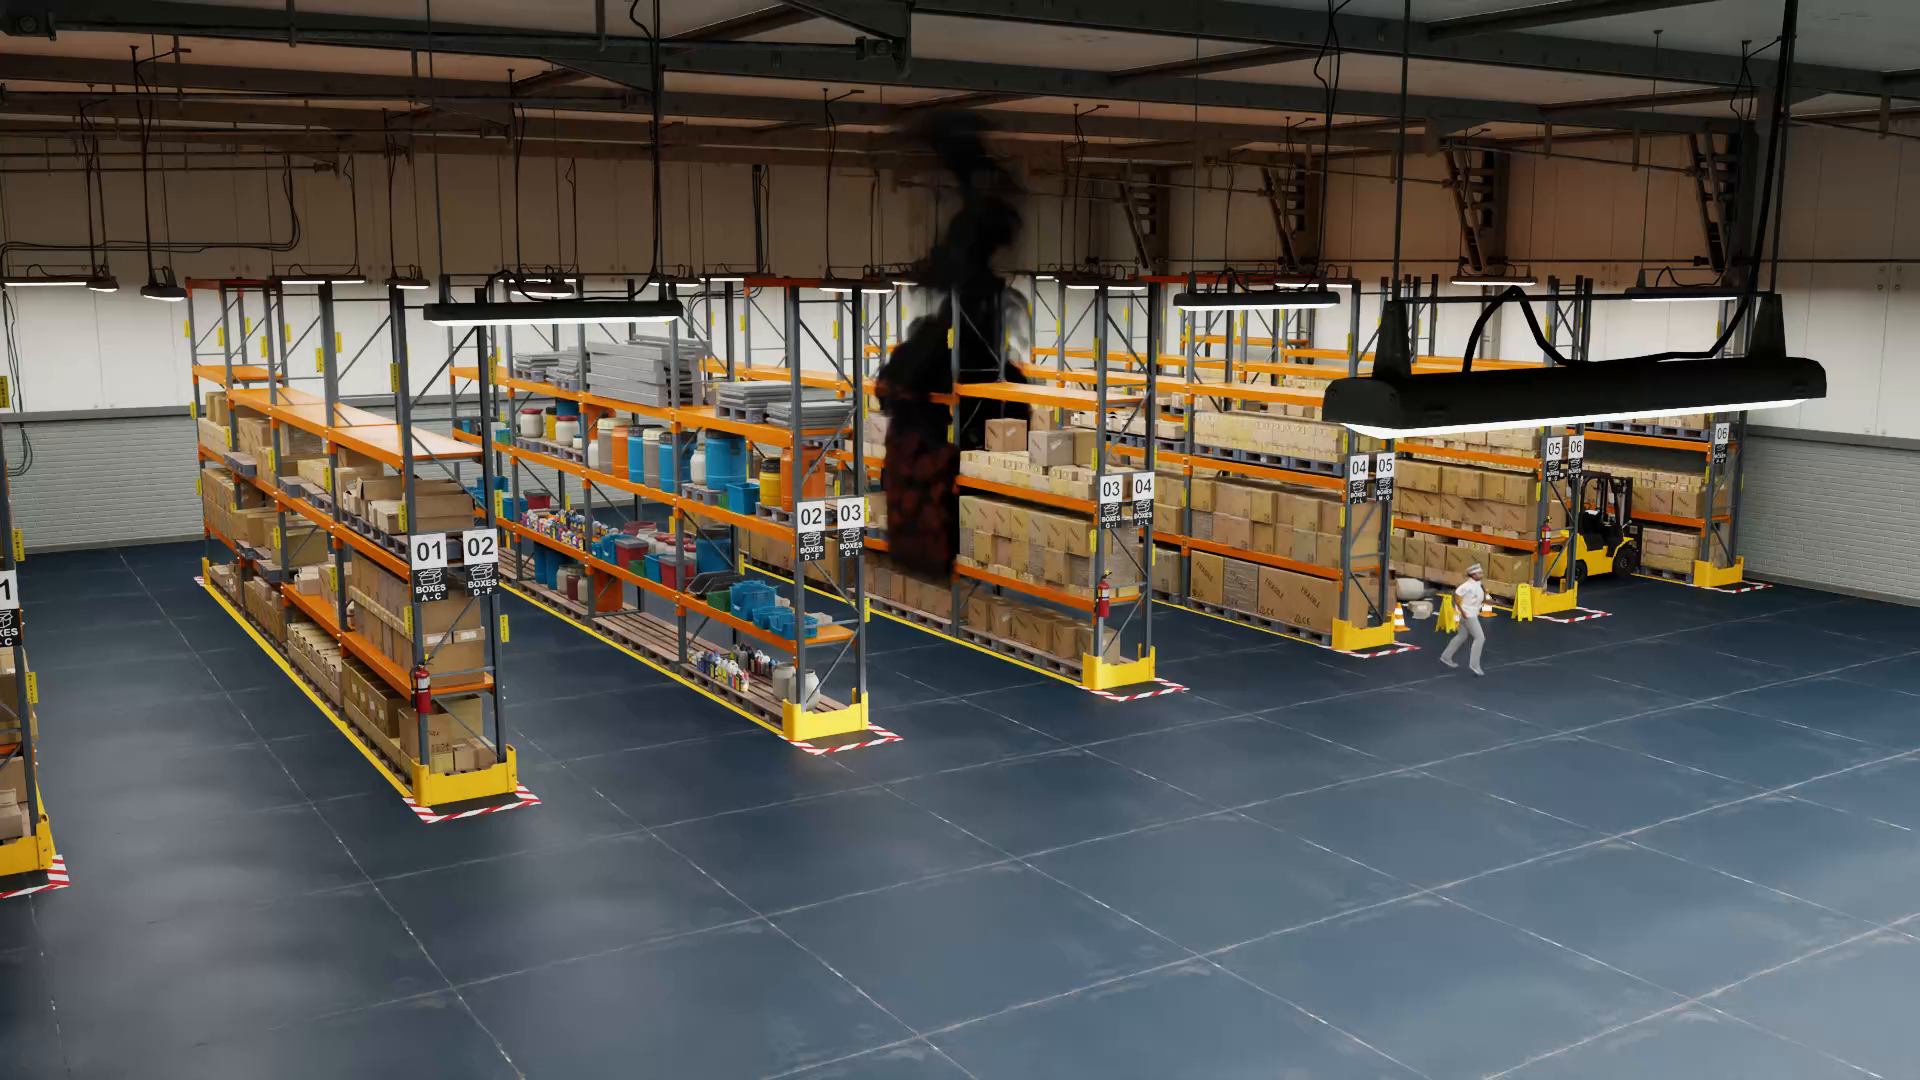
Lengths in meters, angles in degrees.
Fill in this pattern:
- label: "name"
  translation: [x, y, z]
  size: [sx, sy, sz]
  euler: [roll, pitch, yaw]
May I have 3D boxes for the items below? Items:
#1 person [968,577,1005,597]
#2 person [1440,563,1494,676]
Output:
- label: "person"
  translation: [0.521, 0.189, 31.569]
  size: [0.684, 1.819, 0.866]
  euler: [-8, 12, -39]
- label: "person"
  translation: [7.859, 1.207, 25.777]
  size: [0.769, 1.754, 0.571]
  euler: [4, 10, 23]
